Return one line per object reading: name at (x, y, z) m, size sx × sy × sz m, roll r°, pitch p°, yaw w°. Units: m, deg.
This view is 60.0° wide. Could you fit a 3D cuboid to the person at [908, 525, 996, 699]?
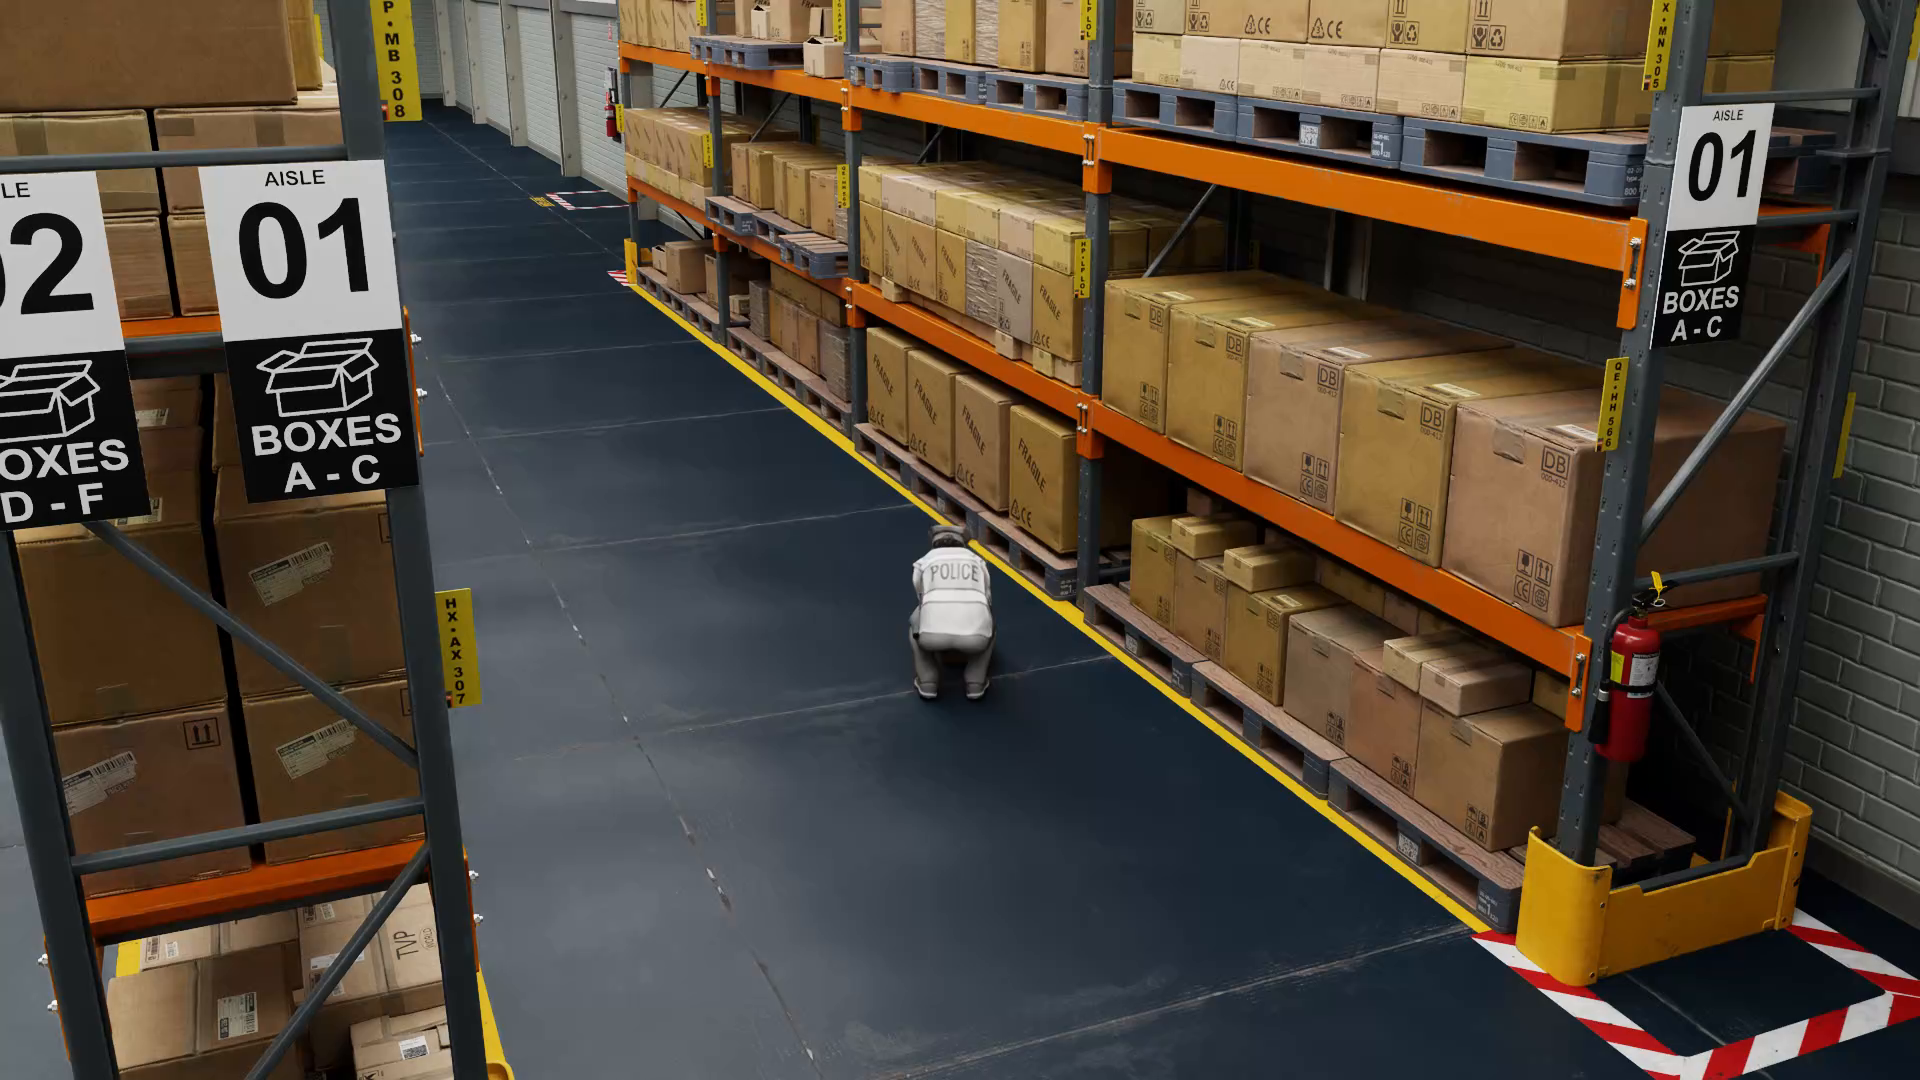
person at (-0.044, 0.410, 8.857) m, size 0.477 × 0.845 × 0.899 m, roll 0°, pitch 19°, yaw 1°
